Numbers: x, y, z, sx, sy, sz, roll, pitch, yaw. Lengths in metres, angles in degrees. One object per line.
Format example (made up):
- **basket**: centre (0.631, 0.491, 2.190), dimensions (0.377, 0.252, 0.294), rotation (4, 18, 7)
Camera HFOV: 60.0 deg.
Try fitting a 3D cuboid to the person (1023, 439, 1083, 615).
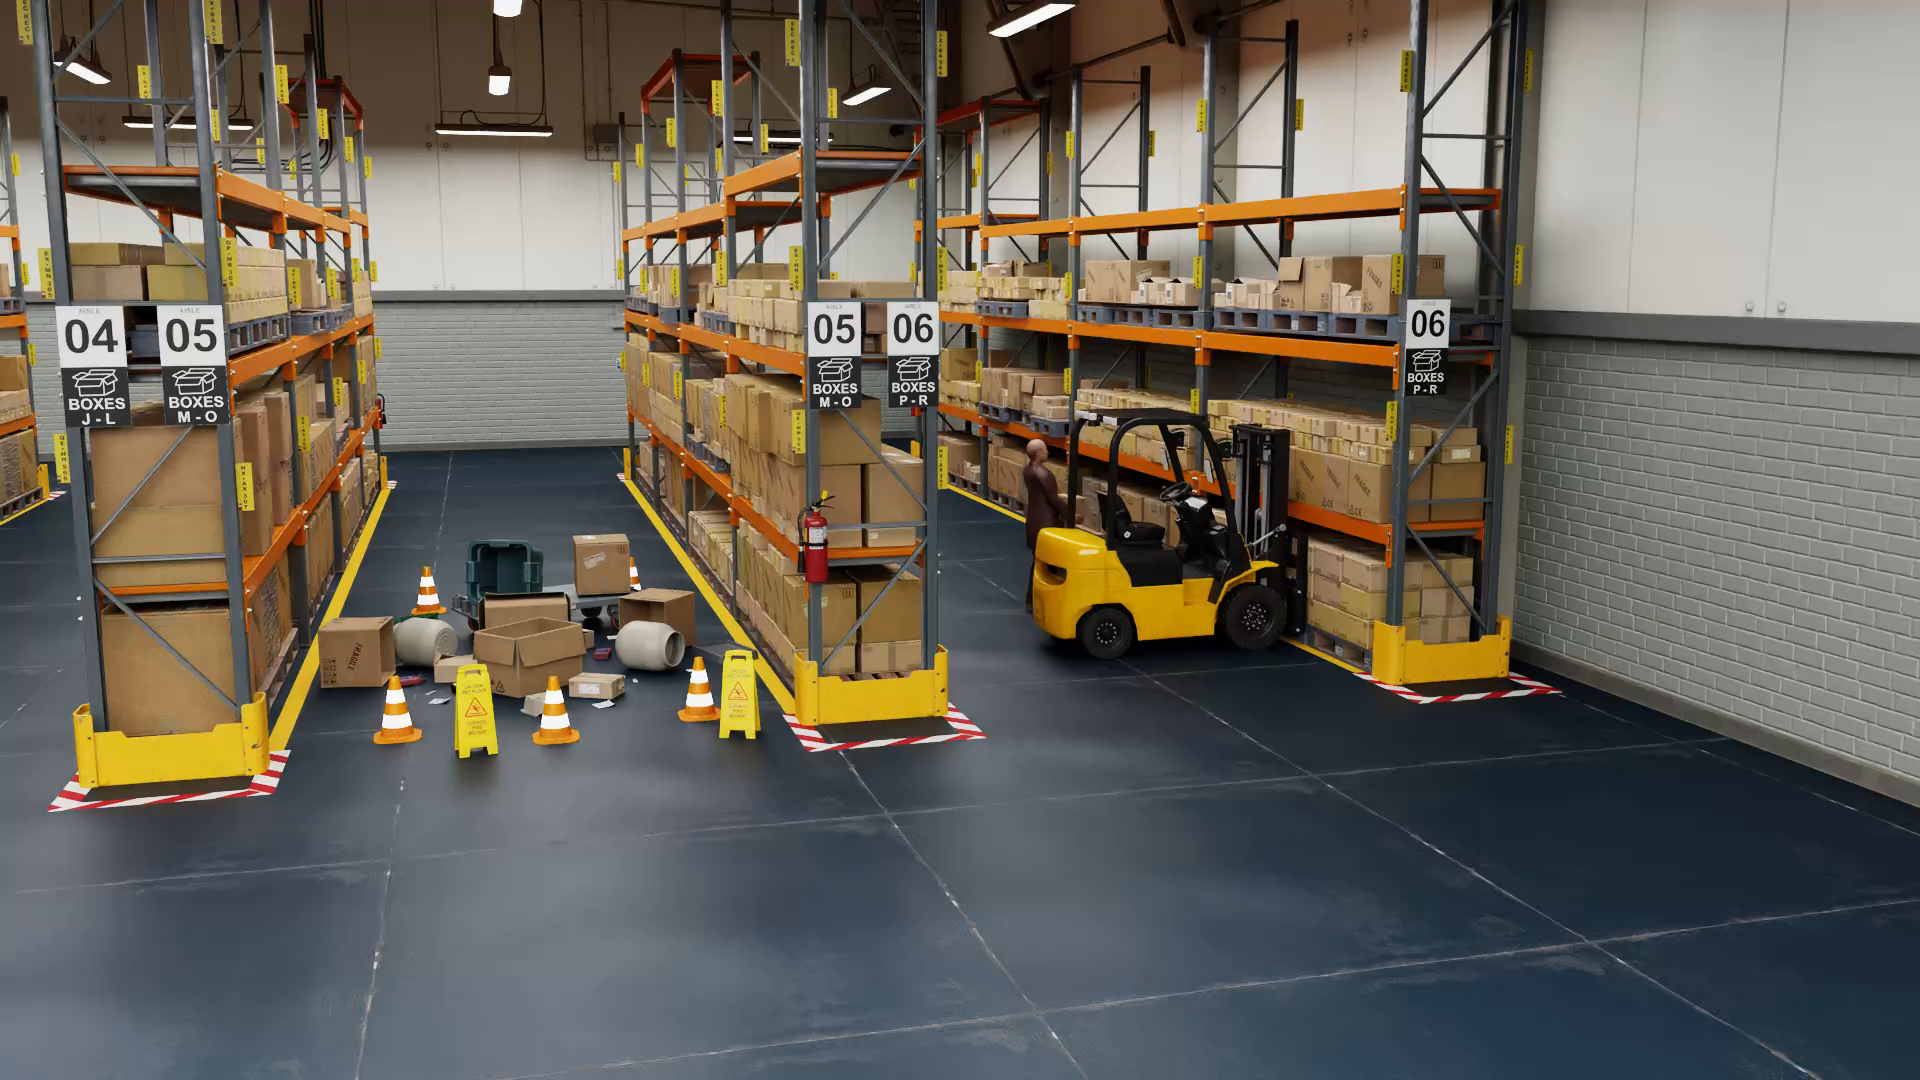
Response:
- **person**: centre (0.933, -0.137, 16.796), dimensions (0.561, 1.772, 0.529), rotation (-2, 9, -15)
